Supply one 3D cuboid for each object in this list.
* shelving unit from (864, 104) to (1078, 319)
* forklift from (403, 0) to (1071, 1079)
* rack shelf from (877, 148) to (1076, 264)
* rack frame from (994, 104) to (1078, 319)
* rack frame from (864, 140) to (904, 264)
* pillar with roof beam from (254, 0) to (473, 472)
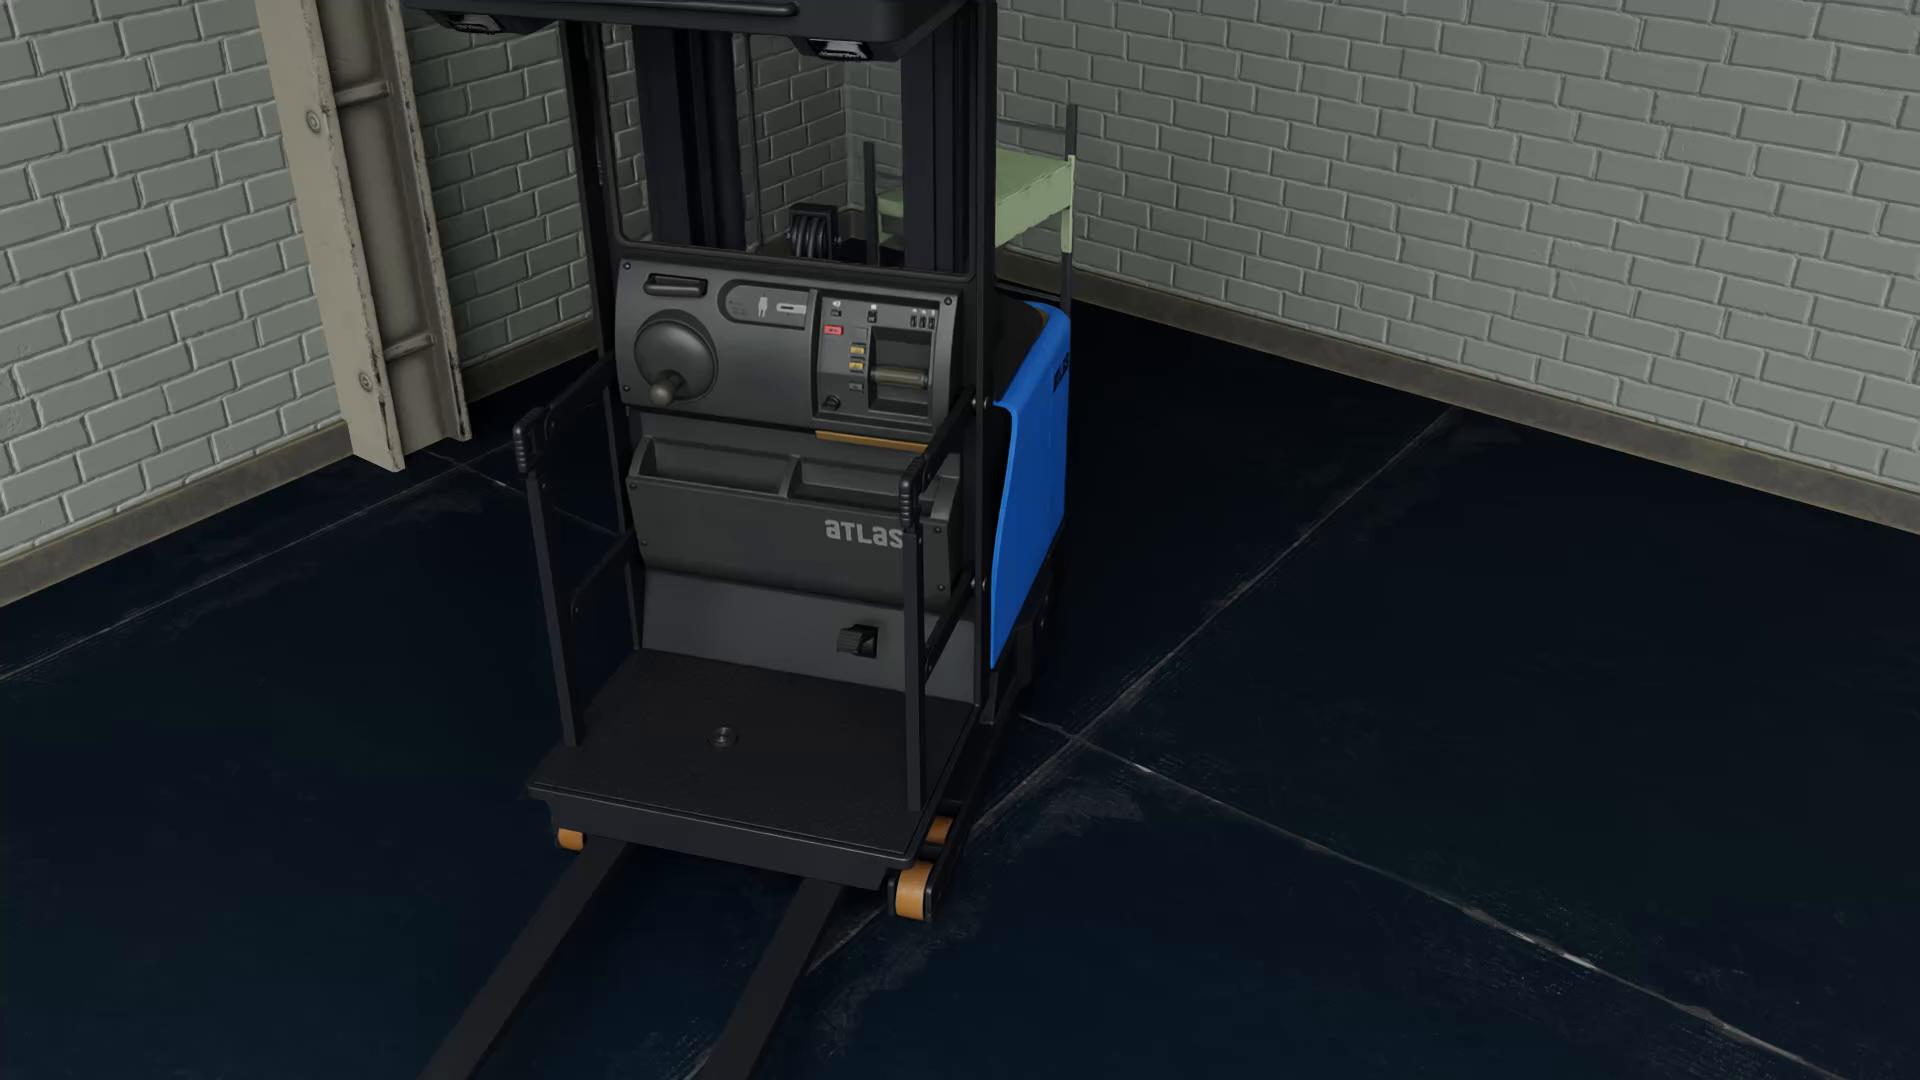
[{"bbox_3d":[0.049,-0.795,6.120,0.431,1.500,0.755,18,35,27],"label":"shelving unit"},{"bbox_3d":[-0.516,-0.454,4.142,1.130,2.935,3.031,8,32,14],"label":"forklift"},{"bbox_3d":[0.049,-1.130,5.921,0.431,0.370,0.720,18,35,27],"label":"rack shelf"},{"bbox_3d":[0.245,-0.952,6.386,0.400,1.500,0.023,18,35,27],"label":"rack frame"},{"bbox_3d":[-0.147,-0.637,5.854,0.400,1.500,0.023,18,35,27],"label":"rack frame"},{"bbox_3d":[1.149,-2.946,2.394,9.100,9.000,0.400,21,37,31],"label":"pillar with roof beam"}]
